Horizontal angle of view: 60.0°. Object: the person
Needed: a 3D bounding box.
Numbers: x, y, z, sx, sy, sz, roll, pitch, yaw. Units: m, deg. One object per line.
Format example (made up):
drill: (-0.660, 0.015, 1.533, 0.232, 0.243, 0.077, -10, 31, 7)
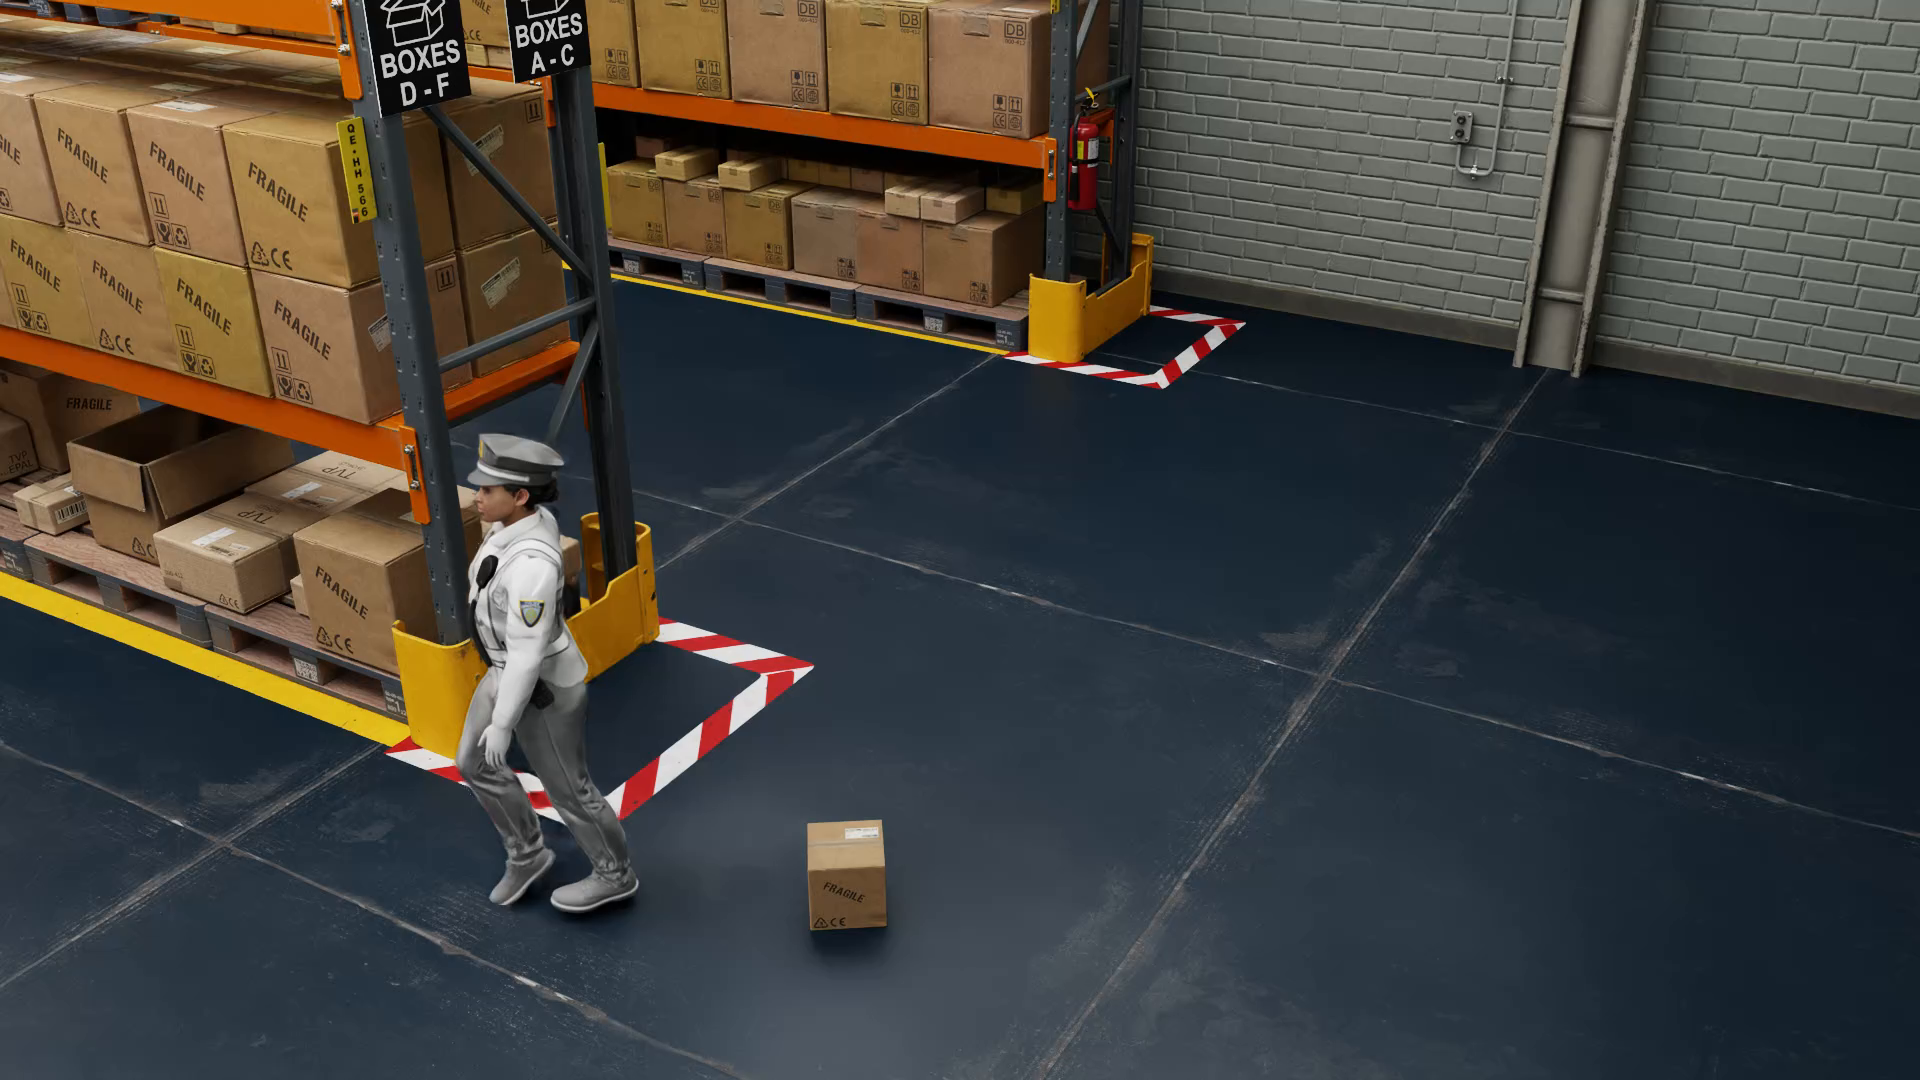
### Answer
person: (-1.325, 0.476, 5.149, 0.509, 1.744, 0.523, -10, 28, -19)
